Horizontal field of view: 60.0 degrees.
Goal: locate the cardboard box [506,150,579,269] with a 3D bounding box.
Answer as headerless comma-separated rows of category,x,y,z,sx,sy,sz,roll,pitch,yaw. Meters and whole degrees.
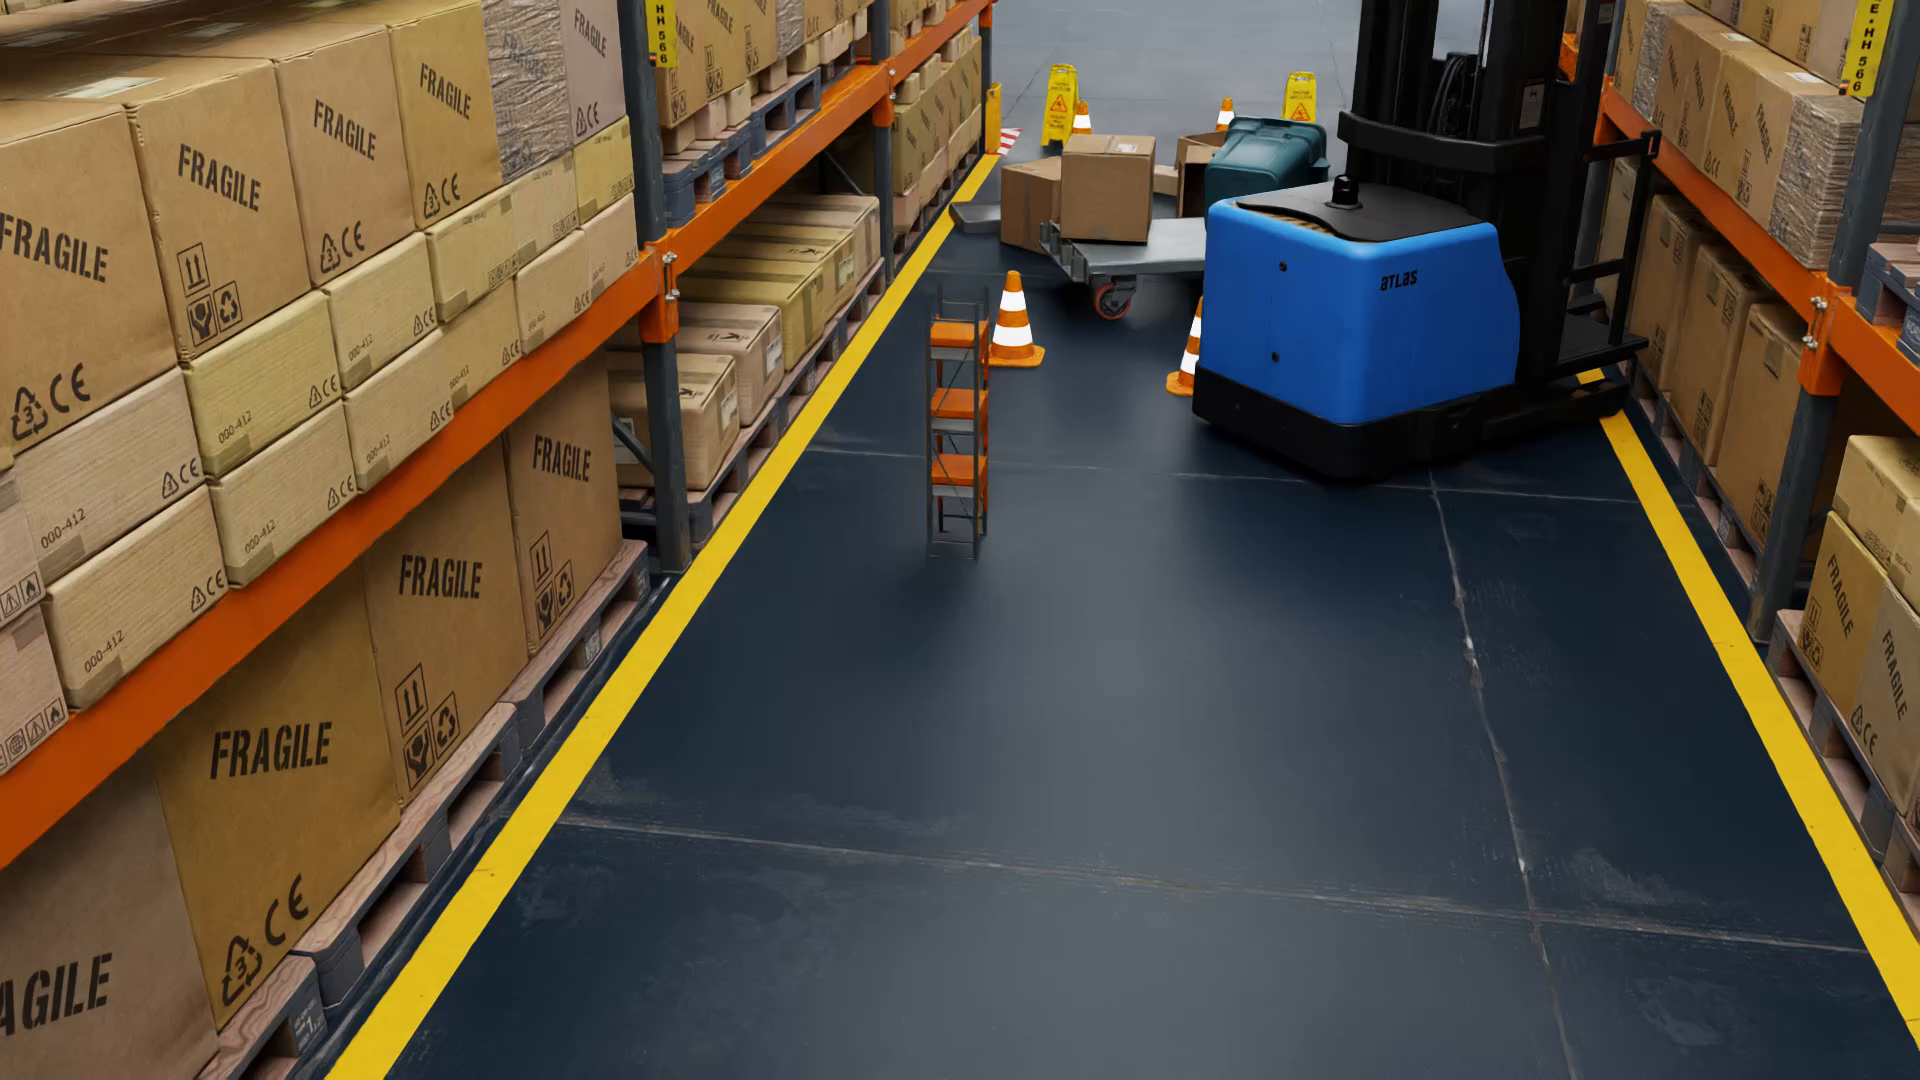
cardboard box,-1.465,-0.997,4.930,0.500,0.250,0.500,3,25,7

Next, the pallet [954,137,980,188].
pallet,-0.429,-2.988,12.884,1.003,0.211,1.213,4,25,9

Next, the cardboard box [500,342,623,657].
cardboard box,-1.751,-0.219,5.690,0.875,0.875,0.875,4,25,8

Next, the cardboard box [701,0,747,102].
cardboard box,-1.176,-2.035,6.594,0.500,0.500,0.500,5,26,11

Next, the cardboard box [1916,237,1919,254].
cardboard box,3.071,-0.876,4.885,0.380,0.149,0.250,4,25,8

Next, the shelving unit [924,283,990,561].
shelving unit,-0.009,-0.453,6.480,0.215,1.050,0.252,4,25,9

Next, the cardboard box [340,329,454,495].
cardboard box,-1.605,-0.337,4.108,0.500,0.250,0.500,4,25,8

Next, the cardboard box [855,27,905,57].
cardboard box,-0.535,-2.943,9.794,0.380,0.149,0.250,4,25,8

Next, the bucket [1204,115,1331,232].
bucket,1.745,-2.069,9.699,0.726,0.611,0.620,13,38,26

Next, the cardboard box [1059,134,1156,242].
cardboard box,0.858,-2.047,9.640,0.500,0.500,0.500,4,25,9

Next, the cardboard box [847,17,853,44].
cardboard box,-0.775,-2.680,8.738,0.380,0.149,0.250,3,25,7

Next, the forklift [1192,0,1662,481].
forklift,2.615,-2.047,7.666,3.031,2.935,1.130,-15,29,-30

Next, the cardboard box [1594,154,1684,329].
cardboard box,3.985,-1.552,8.685,1.050,0.750,0.750,4,25,8

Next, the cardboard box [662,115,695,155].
cardboard box,-1.241,-1.589,6.408,0.380,0.149,0.250,2,25,5

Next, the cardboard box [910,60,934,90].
cardboard box,-0.378,-3.016,10.754,0.380,0.149,0.250,5,26,11

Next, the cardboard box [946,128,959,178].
cardboard box,-0.288,-2.773,11.883,0.500,0.250,0.500,3,25,7

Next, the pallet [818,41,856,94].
pallet,-1.171,-2.550,8.887,1.003,0.211,1.213,4,25,9

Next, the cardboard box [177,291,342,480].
cardboard box,-1.694,-0.353,3.553,0.500,0.250,0.500,4,25,9

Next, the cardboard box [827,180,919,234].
cardboard box,-0.540,-2.120,10.488,0.500,0.250,0.500,3,25,6

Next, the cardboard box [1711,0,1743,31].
cardboard box,3.757,-2.510,7.276,0.700,0.500,0.500,4,25,9

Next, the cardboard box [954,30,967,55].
cardboard box,-0.161,-3.582,11.962,0.380,0.149,0.250,4,25,9

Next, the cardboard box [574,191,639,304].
cardboard box,-1.383,-0.976,5.475,0.500,0.250,0.500,3,25,7

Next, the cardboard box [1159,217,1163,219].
cardboard box,1.348,-1.901,10.497,0.258,0.266,0.396,-14,29,-27

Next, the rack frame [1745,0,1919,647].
rack frame,3.344,-0.973,5.291,1.000,3.000,0.127,4,25,9

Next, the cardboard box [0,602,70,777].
cardboard box,-1.878,0.301,2.745,0.500,0.250,0.500,3,25,7

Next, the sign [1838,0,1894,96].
sign,2.795,-1.535,5.125,0.100,0.325,0.005,4,25,9

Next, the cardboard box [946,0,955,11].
cardboard box,-0.239,-3.795,11.616,0.380,0.149,0.250,4,25,8

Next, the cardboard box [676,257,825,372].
cardboard box,-1.212,-1.135,8.242,0.950,0.372,0.625,5,26,10

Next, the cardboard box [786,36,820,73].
cardboard box,-0.895,-2.363,8.061,0.380,0.149,0.250,4,25,8

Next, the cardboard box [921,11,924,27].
cardboard box,-0.444,-3.380,10.728,0.380,0.149,0.250,4,25,8

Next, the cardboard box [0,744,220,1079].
cardboard box,-2.188,0.906,3.286,0.875,0.875,0.875,5,26,10

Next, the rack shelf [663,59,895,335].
rack shelf,-1.230,-1.785,7.873,1.077,0.370,4.000,4,25,9

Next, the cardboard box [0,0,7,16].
cardboard box,-5.705,-3.009,9.227,0.500,0.250,0.500,3,25,7

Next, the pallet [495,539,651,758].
pallet,-1.760,0.314,5.831,1.003,0.211,1.213,4,25,9

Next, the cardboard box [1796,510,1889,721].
cardboard box,2.976,0.247,5.137,0.500,0.500,0.500,3,25,6

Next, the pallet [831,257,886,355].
pallet,-1.029,-1.358,9.403,1.003,0.211,1.213,4,25,9

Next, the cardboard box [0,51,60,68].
cardboard box,-2.205,-0.731,3.476,0.500,0.500,0.500,5,26,10

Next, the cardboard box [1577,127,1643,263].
cardboard box,4.169,-2.132,9.778,0.875,0.875,0.875,4,25,9

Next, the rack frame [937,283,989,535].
rack frame,0.011,-0.504,6.589,0.200,1.050,0.008,4,25,9

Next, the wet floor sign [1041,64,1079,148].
wet floor sign,0.838,-3.559,13.592,0.267,0.644,0.232,13,28,26

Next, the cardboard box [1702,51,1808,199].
cardboard box,3.317,-1.643,6.604,0.500,0.500,0.500,4,25,8

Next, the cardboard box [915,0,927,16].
cardboard box,-0.497,-3.503,10.227,0.500,0.500,0.500,4,25,8

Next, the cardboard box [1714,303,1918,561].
cardboard box,3.532,-0.393,6.209,1.050,0.750,0.750,4,25,8

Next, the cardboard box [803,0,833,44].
cardboard box,-0.922,-2.685,7.984,0.500,0.500,0.500,5,26,10

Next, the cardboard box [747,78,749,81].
cardboard box,-1.123,-1.920,7.115,0.380,0.149,0.250,6,26,12

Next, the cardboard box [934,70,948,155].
cardboard box,-0.378,-2.901,11.272,0.500,0.500,0.500,5,26,11

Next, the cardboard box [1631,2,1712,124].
cardboard box,3.564,-2.279,7.962,0.500,0.500,0.500,4,25,9

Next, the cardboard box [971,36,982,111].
cardboard box,-0.123,-3.551,12.662,0.500,0.500,0.500,4,25,9

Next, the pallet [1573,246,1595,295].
pallet,4.199,-1.696,10.124,1.003,0.211,1.213,4,25,9

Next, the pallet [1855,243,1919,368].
pallet,3.332,-0.581,4.679,1.213,0.211,1.003,4,25,9

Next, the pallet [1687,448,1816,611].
pallet,3.547,-0.035,6.575,1.003,0.211,1.213,4,25,9

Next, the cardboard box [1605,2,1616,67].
cardboard box,4.046,-2.869,9.164,0.875,0.550,0.550,4,25,9

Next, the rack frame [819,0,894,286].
rack frame,-0.903,-2.947,9.507,1.000,3.000,0.127,4,25,9

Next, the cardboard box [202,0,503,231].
cardboard box,-1.546,-1.115,4.297,0.500,0.500,0.500,4,25,9

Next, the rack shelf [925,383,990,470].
rack shelf,-0.009,-0.444,6.484,0.215,0.259,0.240,4,25,9

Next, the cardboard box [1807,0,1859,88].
cardboard box,3.508,-1.870,5.909,0.700,0.500,0.500,4,25,8

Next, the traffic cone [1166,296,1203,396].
traffic cone,1.215,-0.992,8.323,0.336,0.463,0.334,4,25,9

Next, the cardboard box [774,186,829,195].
cardboard box,-1.071,-2.158,10.569,0.500,0.250,0.500,5,26,11

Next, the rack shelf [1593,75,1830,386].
rack shelf,3.670,-1.484,7.230,1.077,0.370,4.000,4,25,9

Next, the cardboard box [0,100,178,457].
cardboard box,-1.799,-0.478,2.935,0.500,0.500,0.500,4,25,8
